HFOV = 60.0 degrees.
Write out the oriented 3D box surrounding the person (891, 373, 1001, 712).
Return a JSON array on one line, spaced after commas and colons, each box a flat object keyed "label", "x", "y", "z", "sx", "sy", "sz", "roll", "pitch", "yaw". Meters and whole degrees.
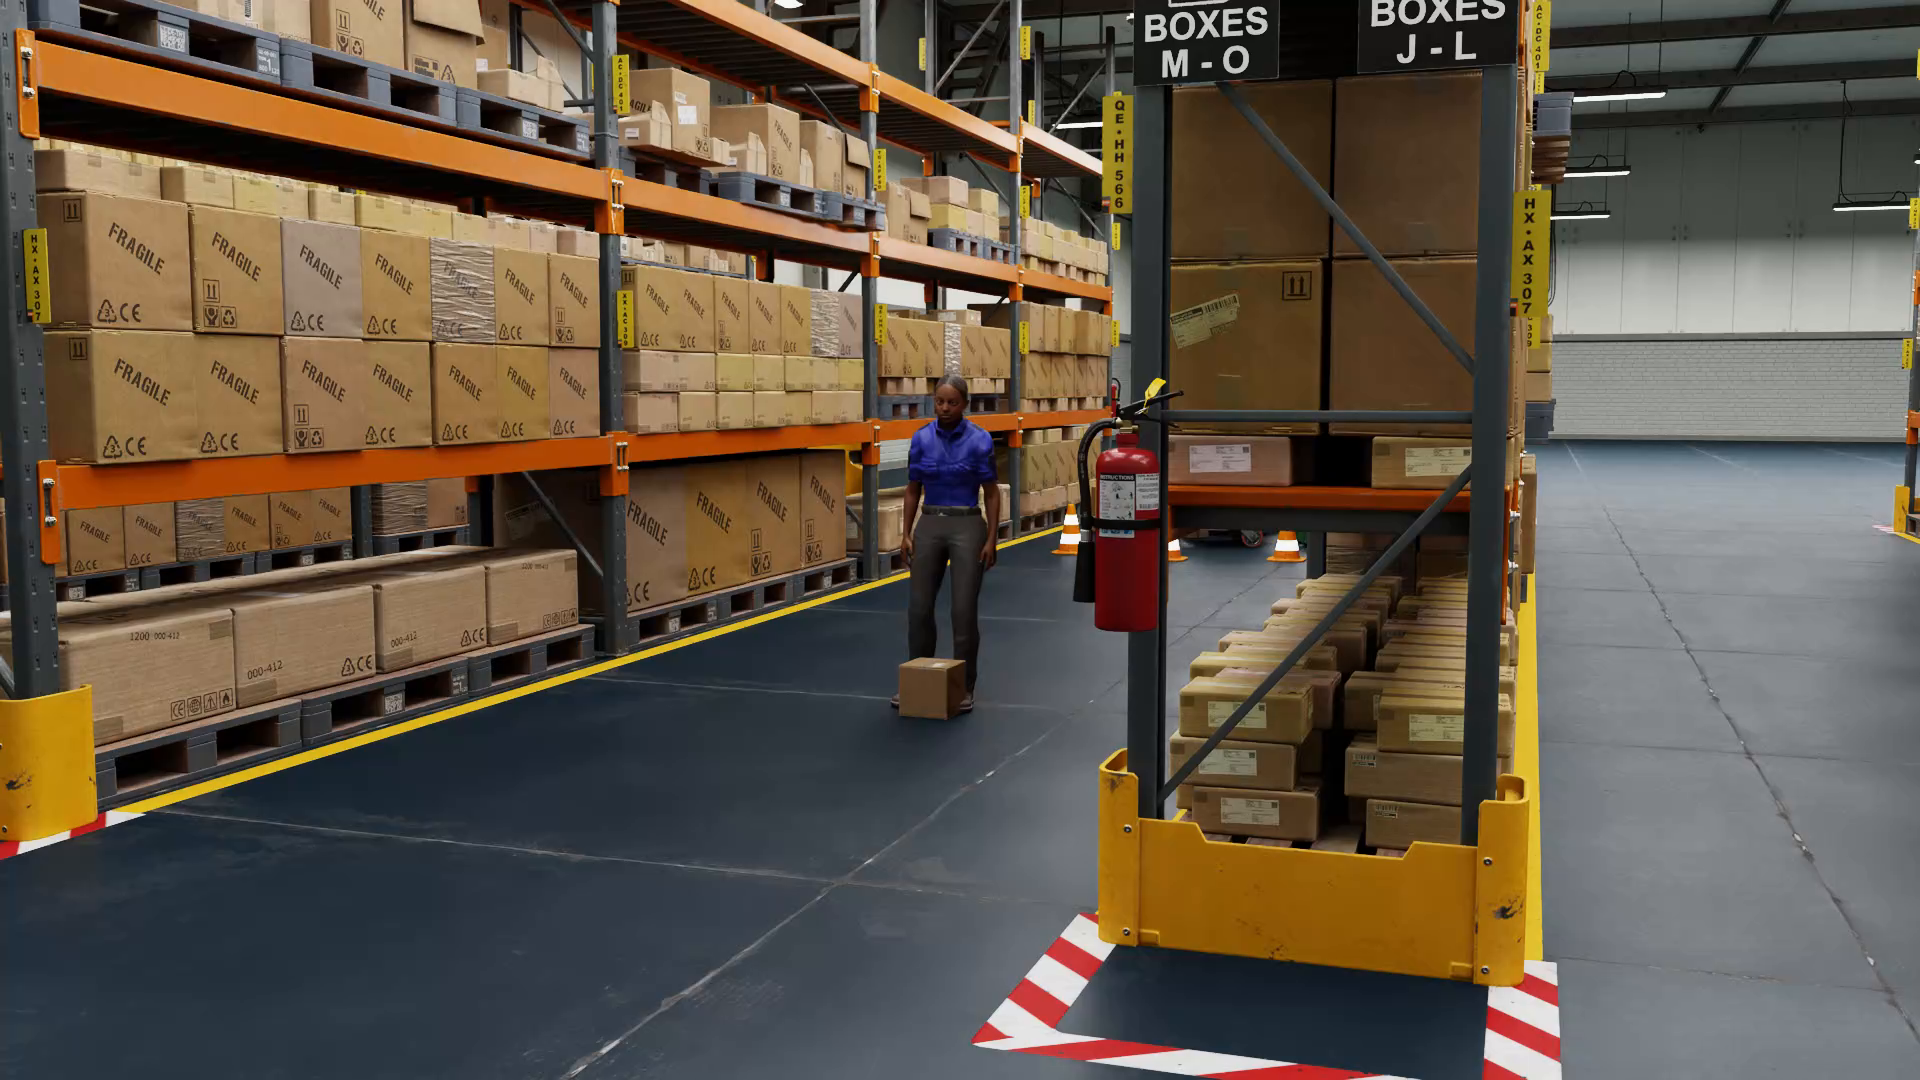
[{"label": "person", "x": -0.070, "y": 0.004, "z": 8.231, "sx": 0.527, "sy": 1.653, "sz": 0.403, "roll": 1, "pitch": 6, "yaw": 15}]
